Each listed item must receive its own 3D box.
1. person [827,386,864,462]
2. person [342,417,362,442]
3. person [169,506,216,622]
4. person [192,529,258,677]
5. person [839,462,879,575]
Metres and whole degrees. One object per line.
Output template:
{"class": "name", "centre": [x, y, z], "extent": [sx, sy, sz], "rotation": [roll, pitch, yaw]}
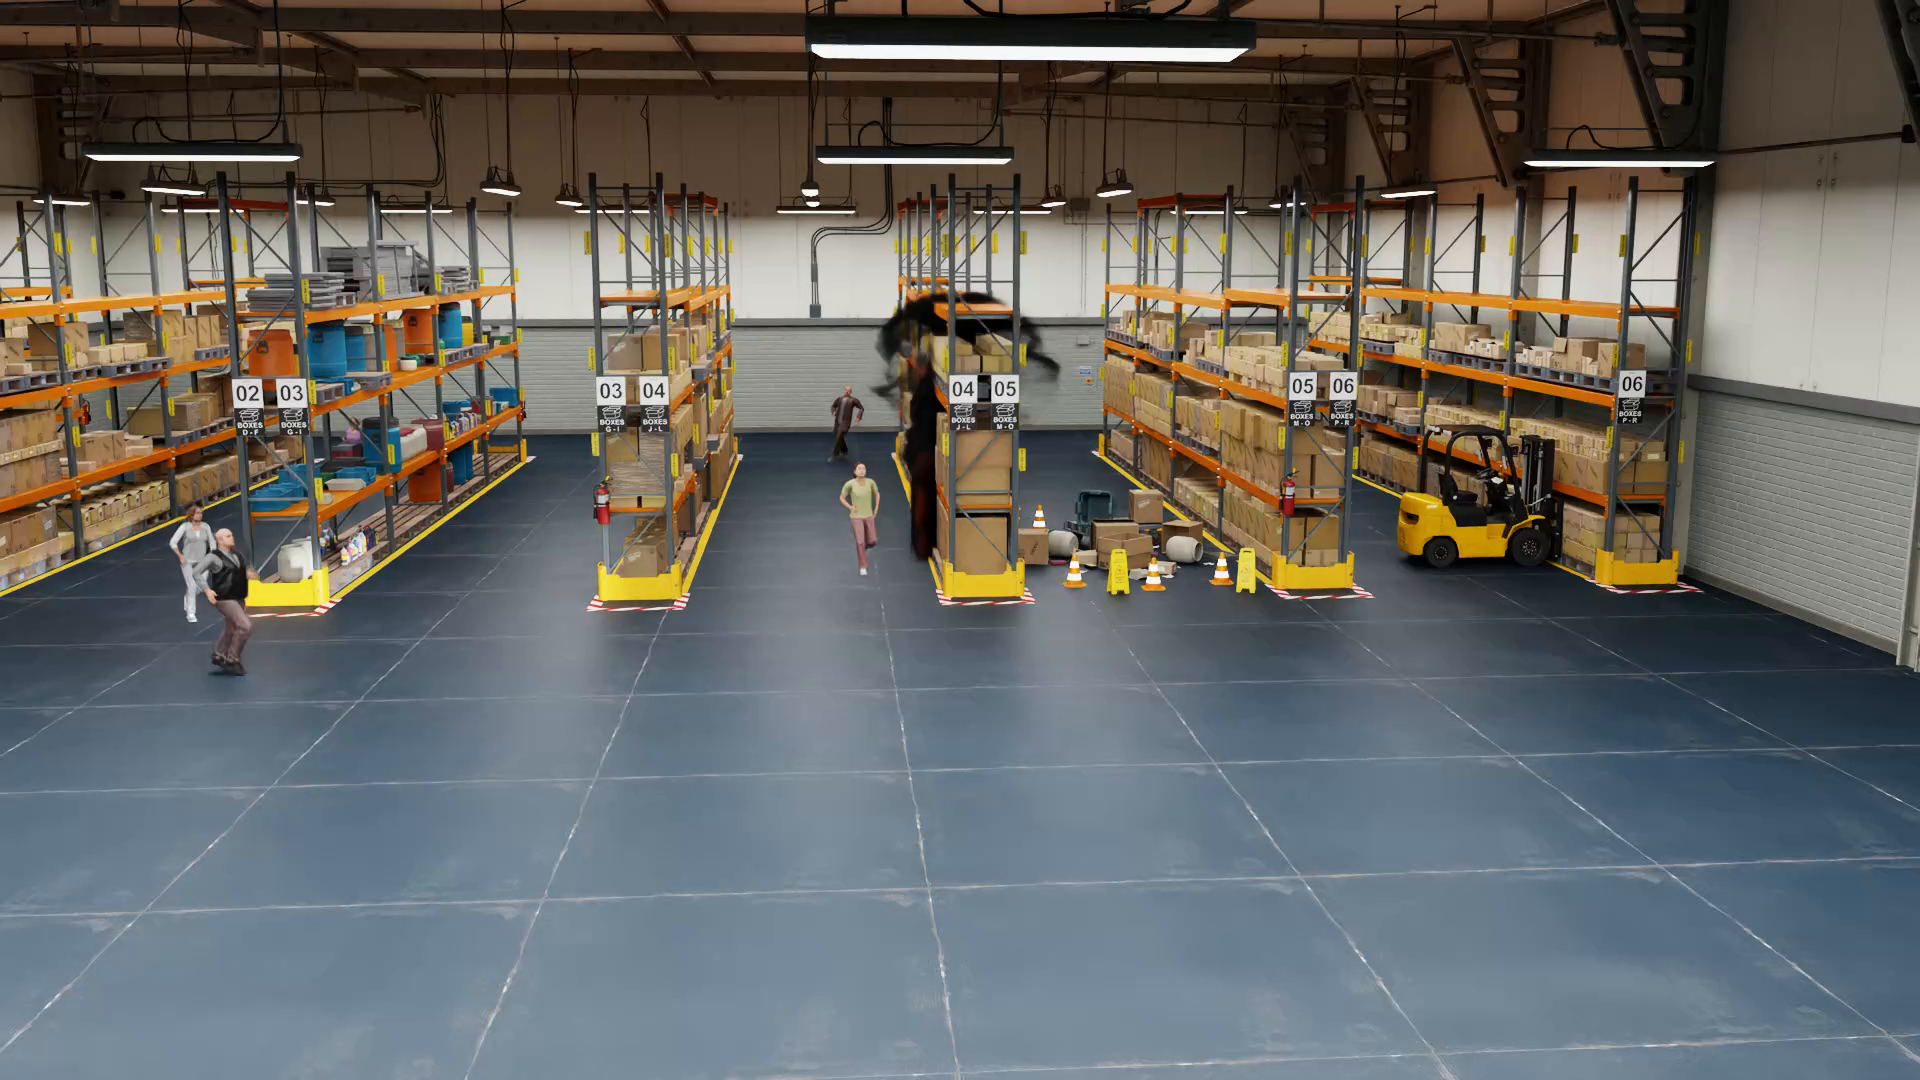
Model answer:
{"class": "person", "centre": [-2.763, -2.745, 39.152], "extent": [0.756, 1.753, 0.946], "rotation": [6, 12, 32]}
{"class": "person", "centre": [-12.194, -1.683, 33.561], "extent": [0.539, 1.613, 0.871], "rotation": [-2, 10, -9]}
{"class": "person", "centre": [-10.388, 0.309, 22.564], "extent": [0.594, 1.559, 0.500], "rotation": [-9, 14, -42]}
{"class": "person", "centre": [-8.596, 0.739, 19.606], "extent": [0.733, 1.763, 0.625], "rotation": [2, 10, 10]}
{"class": "person", "centre": [-1.452, -0.331, 24.261], "extent": [0.615, 1.646, 0.567], "rotation": [-4, 11, -21]}
